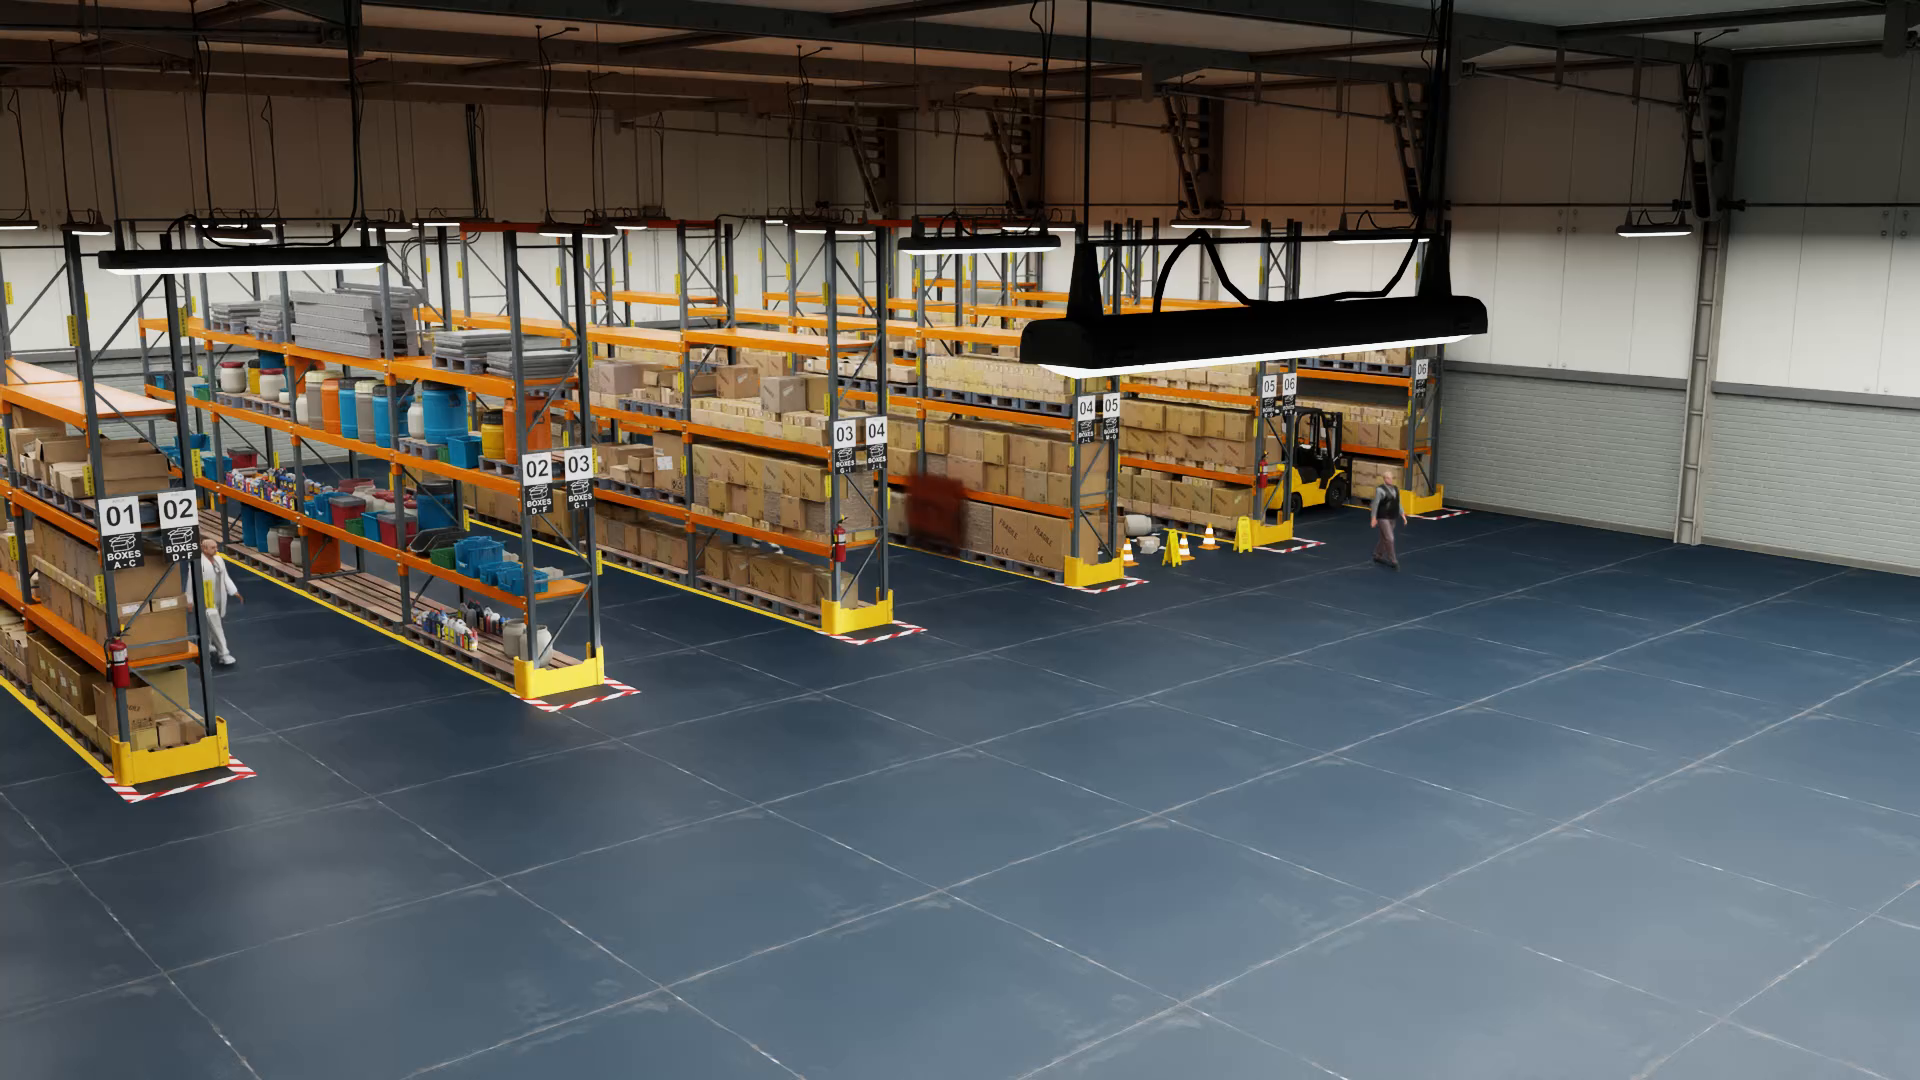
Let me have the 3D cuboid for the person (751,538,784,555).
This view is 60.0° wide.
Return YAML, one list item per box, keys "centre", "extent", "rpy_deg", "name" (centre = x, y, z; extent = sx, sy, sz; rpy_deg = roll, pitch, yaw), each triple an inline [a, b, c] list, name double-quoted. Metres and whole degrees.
- centre: [-3.416, -0.528, 30.012]
  extent: [1.093, 1.738, 0.636]
  rpy_deg: [8, 14, 33]
  name: "person"

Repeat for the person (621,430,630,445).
- centre: [-8.383, -2.863, 41.809]
  extent: [0.492, 1.642, 0.659]
  rpy_deg: [9, 15, 38]
  name: "person"

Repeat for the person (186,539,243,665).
- centre: [-10.472, 0.827, 23.305]
  extent: [1.152, 1.727, 0.698]
  rpy_deg: [8, 14, 33]
  name: "person"

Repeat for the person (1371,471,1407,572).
- centre: [7.573, -0.339, 29.303]
  extent: [0.564, 1.751, 0.766]
  rpy_deg: [-8, 14, -36]
  name: "person"
